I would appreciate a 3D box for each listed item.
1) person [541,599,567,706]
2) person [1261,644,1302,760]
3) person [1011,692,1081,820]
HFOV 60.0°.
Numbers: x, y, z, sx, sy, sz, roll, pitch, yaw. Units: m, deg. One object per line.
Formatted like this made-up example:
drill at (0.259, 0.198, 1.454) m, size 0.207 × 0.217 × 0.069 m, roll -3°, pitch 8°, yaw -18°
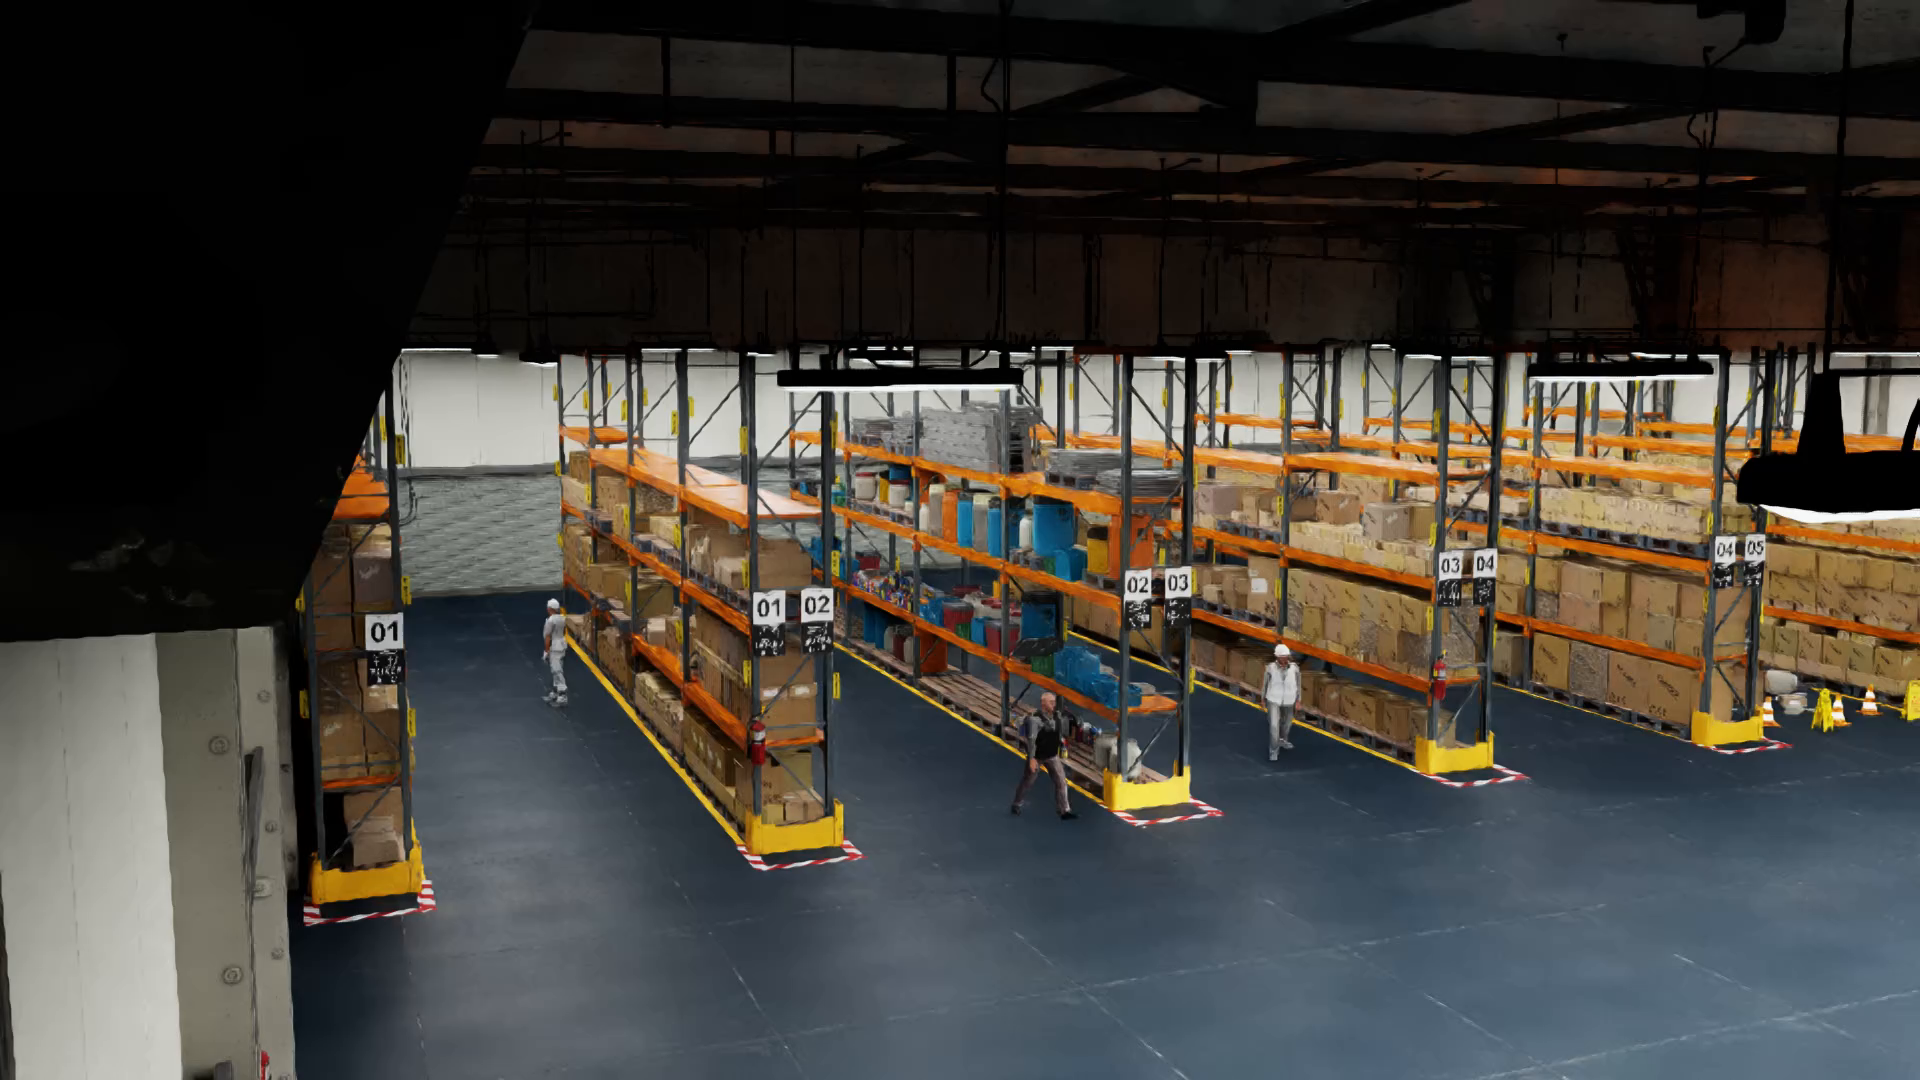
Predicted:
person at (-6.862, 1.872, 28.056) m, size 0.577 × 1.785 × 0.655 m, roll 1°, pitch 7°, yaw 11°
person at (4.763, 2.360, 24.651) m, size 0.574 × 1.721 × 0.955 m, roll 0°, pitch 7°, yaw 0°
person at (1.076, 2.786, 21.520) m, size 0.576 × 1.679 × 0.958 m, roll -7°, pitch 10°, yaw -43°
